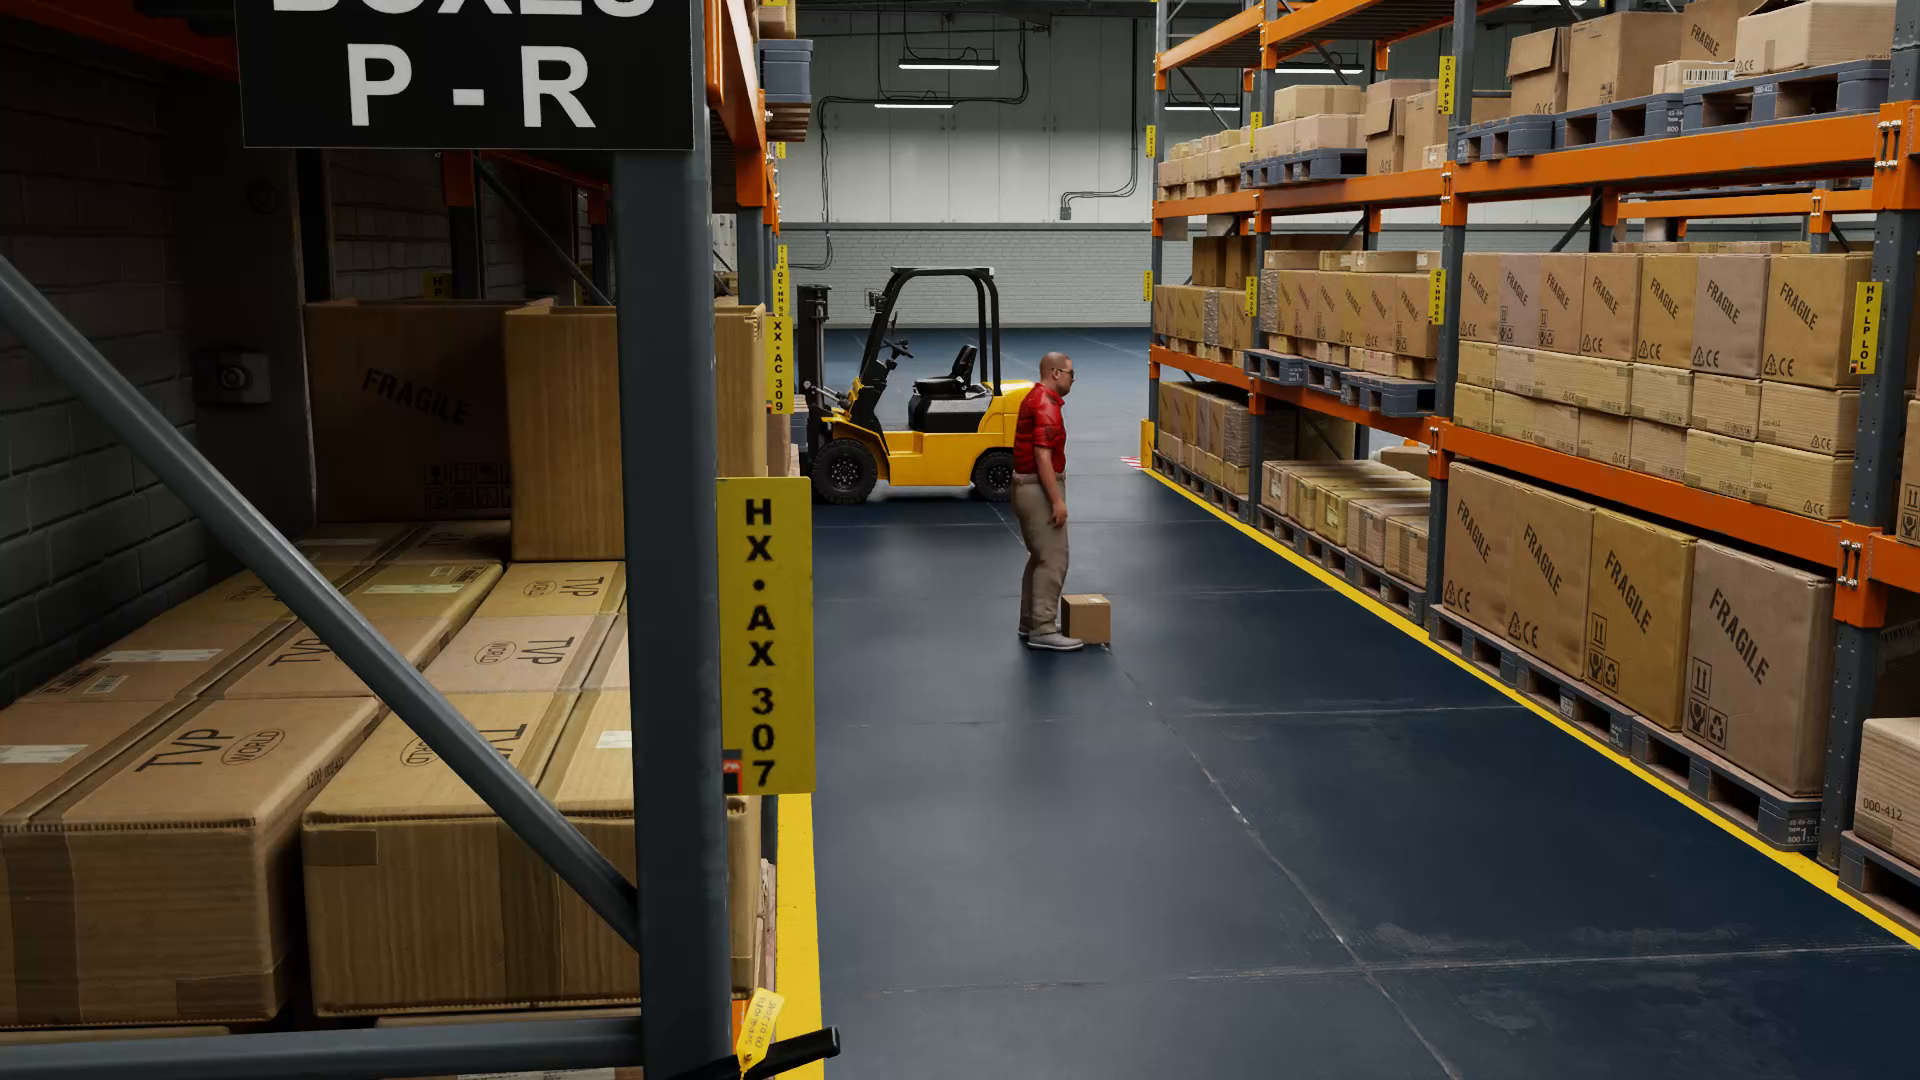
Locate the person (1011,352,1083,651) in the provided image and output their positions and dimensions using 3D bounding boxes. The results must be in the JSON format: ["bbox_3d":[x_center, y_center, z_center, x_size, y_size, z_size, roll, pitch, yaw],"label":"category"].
[{"bbox_3d":[0.507,-0.245,9.837,0.393,1.727,0.587,-1,10,-6],"label":"person"}]
